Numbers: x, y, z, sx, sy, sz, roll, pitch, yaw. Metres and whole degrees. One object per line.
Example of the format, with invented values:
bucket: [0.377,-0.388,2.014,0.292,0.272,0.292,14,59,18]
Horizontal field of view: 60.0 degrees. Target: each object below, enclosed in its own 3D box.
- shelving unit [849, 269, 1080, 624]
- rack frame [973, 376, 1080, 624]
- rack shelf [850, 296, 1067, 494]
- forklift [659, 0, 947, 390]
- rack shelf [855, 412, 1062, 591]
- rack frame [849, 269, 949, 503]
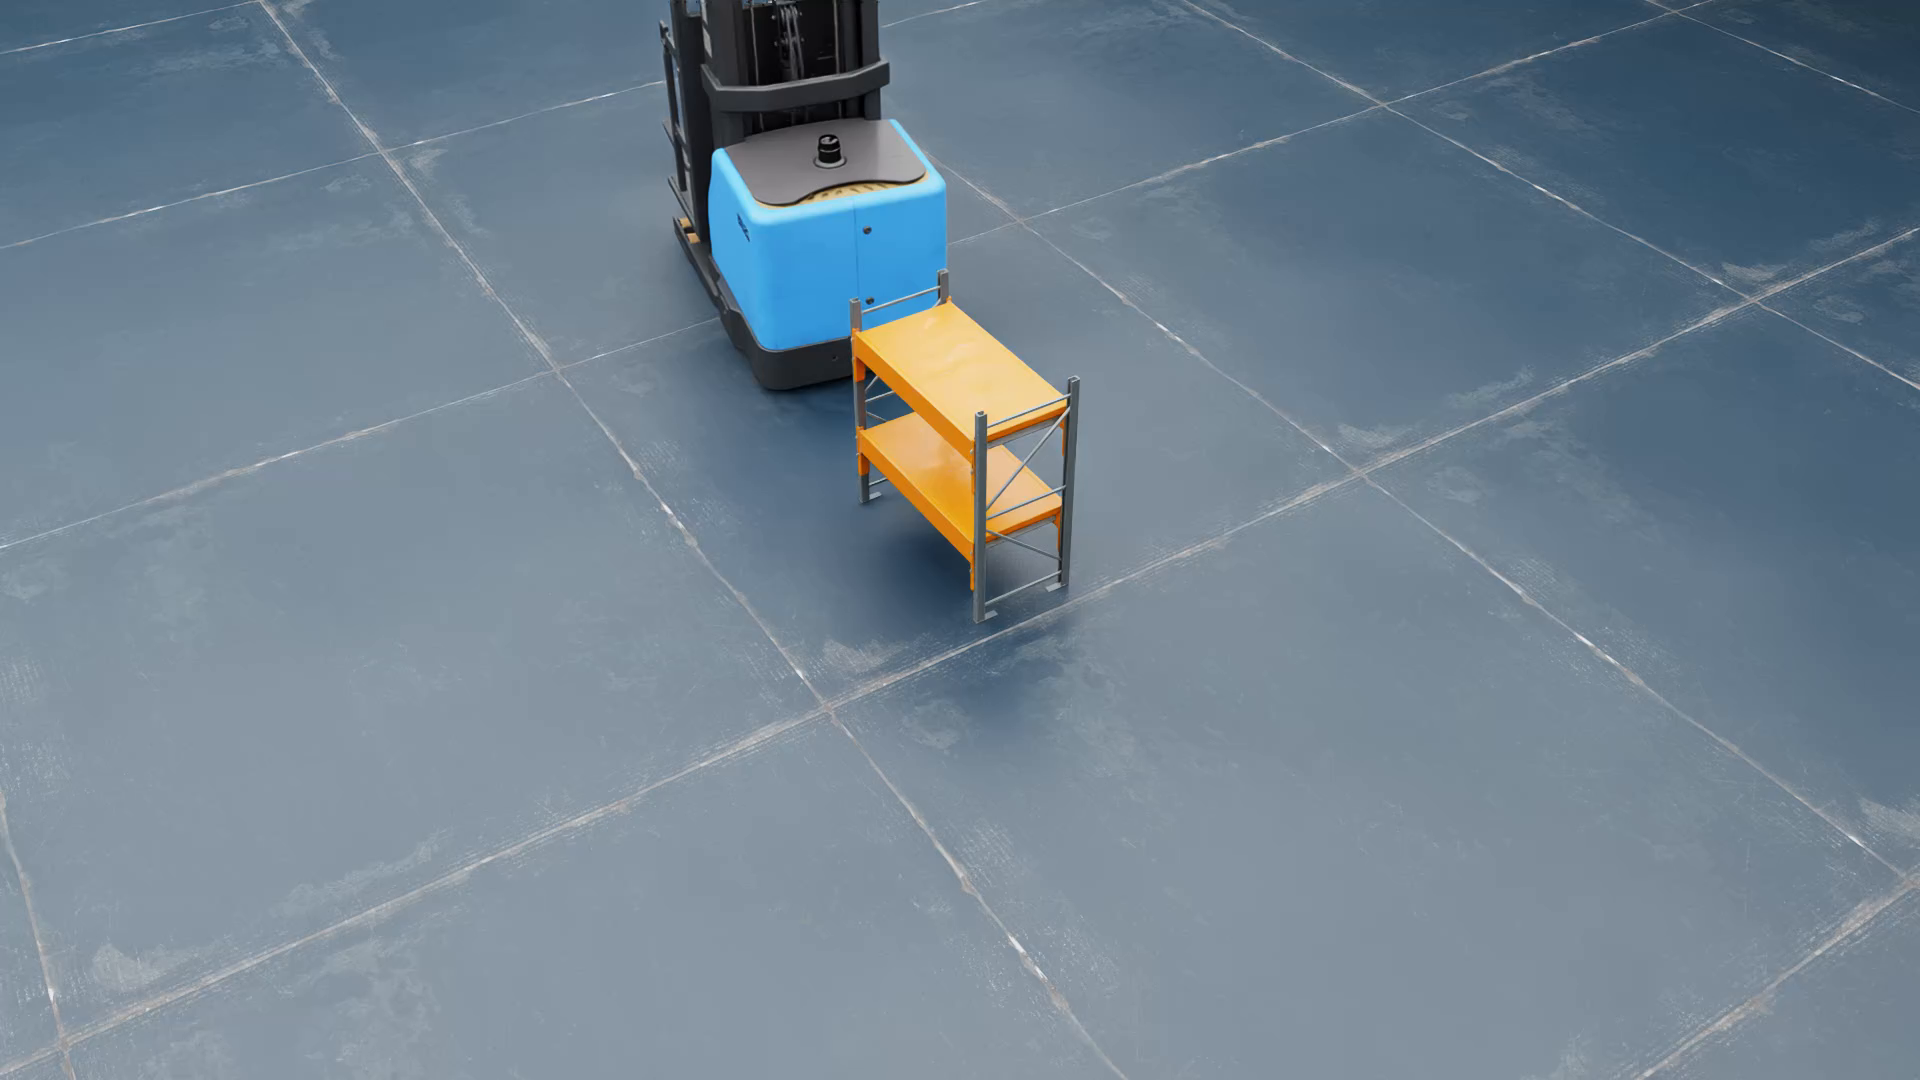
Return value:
shelving unit: [0.004,-0.428,7.446,0.538,1.125,1.048,-22,45,-24]
rack frame: [0.277,-0.154,7.117,0.500,1.125,0.032,-22,45,-24]
rack shelf: [0.004,-0.653,7.259,0.538,0.278,1.000,-22,45,-24]
forklift: [-1.058,-2.852,8.944,1.130,2.935,3.031,-14,42,-16]
rack shelf: [0.004,-0.241,7.603,0.538,0.278,1.000,-22,45,-24]
rack frame: [-0.270,-0.703,7.775,0.500,1.125,0.032,-22,45,-24]
